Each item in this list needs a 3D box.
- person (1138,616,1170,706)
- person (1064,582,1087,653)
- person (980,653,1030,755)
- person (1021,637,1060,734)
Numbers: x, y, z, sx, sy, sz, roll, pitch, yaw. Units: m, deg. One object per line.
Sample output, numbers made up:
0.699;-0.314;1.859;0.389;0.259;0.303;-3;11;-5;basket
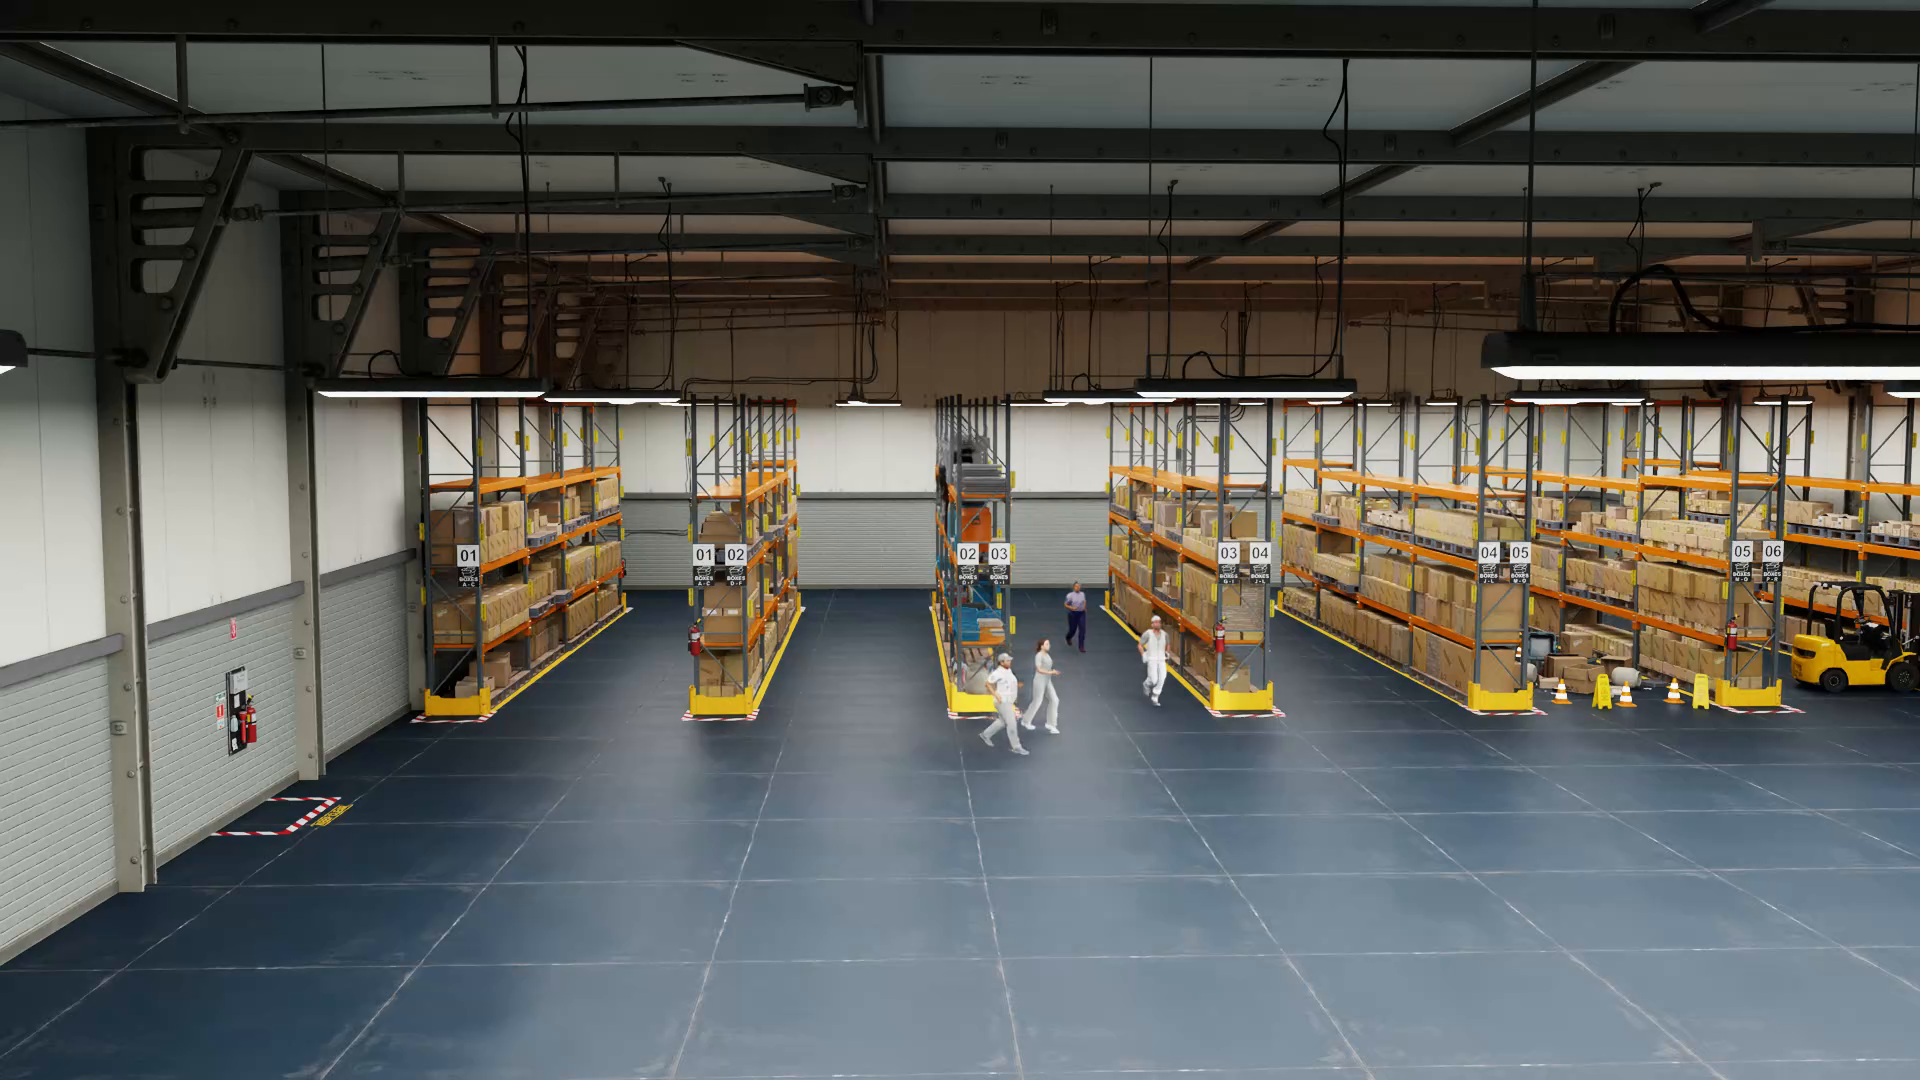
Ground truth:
3.786;2.326;32.186;0.642;1.735;0.600;-1;5;-15;person
2.759;1.809;39.357;0.608;1.645;0.896;-1;5;-16;person
0.735;2.700;27.632;0.943;1.653;0.605;2;5;22;person
1.445;2.579;29.422;0.761;1.732;0.577;3;5;29;person
